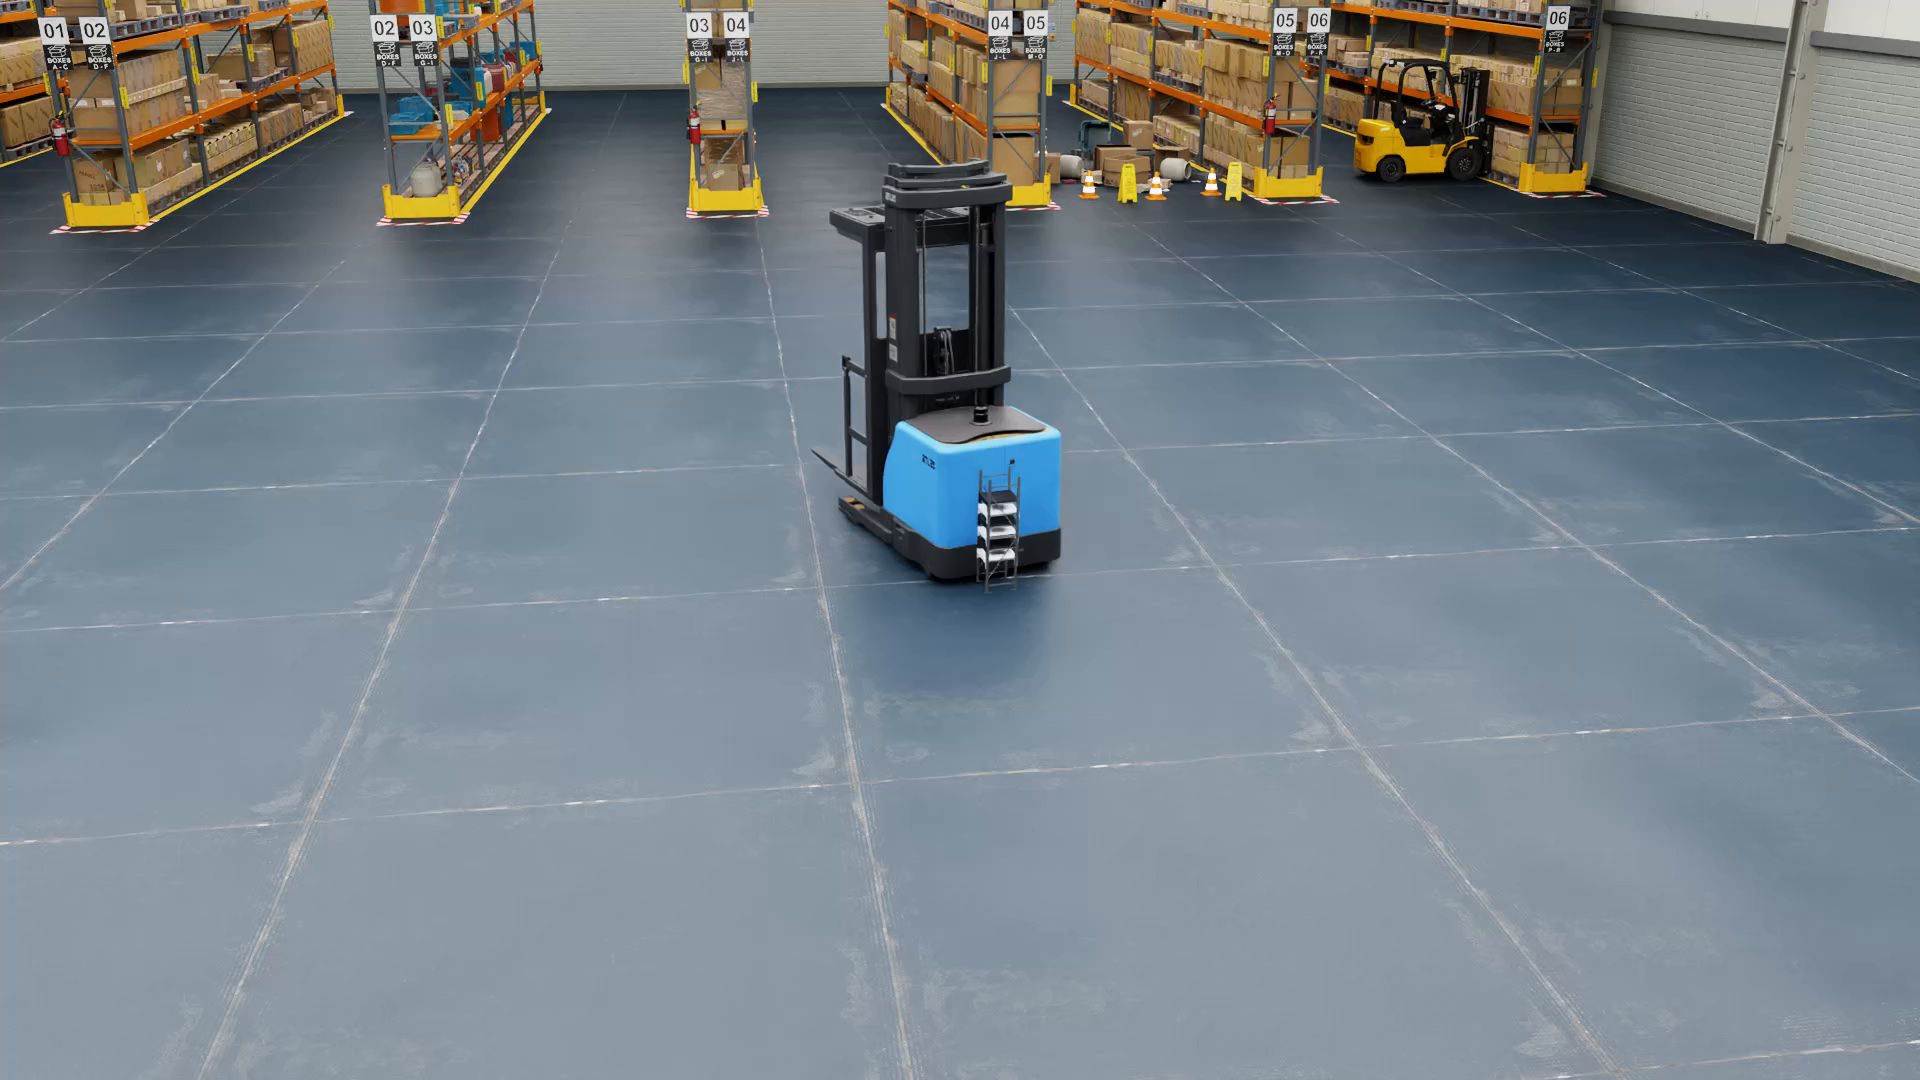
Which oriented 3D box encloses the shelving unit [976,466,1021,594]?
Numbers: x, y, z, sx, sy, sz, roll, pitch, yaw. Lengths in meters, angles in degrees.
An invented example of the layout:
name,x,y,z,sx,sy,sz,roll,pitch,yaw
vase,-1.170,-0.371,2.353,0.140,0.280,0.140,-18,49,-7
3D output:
name,x,y,z,sx,sy,sz,roll,pitch,yaw
shelving unit,0.276,-0.070,12.100,0.258,0.900,0.210,-7,25,-17

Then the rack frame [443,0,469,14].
name,x,y,z,sx,sy,sz,roll,pitch,yaw
rack frame,-9.440,-10.968,29.720,1.000,3.000,0.127,-3,21,-8

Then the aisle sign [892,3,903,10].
name,x,y,z,sx,sy,sz,roll,pitch,yaw
aisle sign,-1.653,-14.005,42.711,0.394,0.787,0.004,-3,21,-8

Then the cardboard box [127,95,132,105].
name,x,y,z,sx,sy,sz,roll,pitch,yaw
cardboard box,-13.650,-7.113,26.903,0.380,0.149,0.250,-3,21,-9

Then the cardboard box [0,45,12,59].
name,x,y,z,sx,sy,sz,roll,pitch,yaw
cardboard box,-19.709,-9.946,33.890,0.500,0.250,0.500,-3,21,-9

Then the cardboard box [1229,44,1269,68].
name,x,y,z,sx,sy,sz,roll,pitch,yaw
cardboard box,5.379,-8.869,30.679,0.700,0.500,0.500,-3,21,-8

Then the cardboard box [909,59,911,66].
name,x,y,z,sx,sy,sz,roll,pitch,yaw
cardboard box,-0.941,-10.772,37.530,0.380,0.149,0.250,-4,21,-10

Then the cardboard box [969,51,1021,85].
name,x,y,z,sx,sy,sz,roll,pitch,yaw
cardboard box,0.623,-8.507,29.949,0.875,0.550,0.500,-3,21,-8

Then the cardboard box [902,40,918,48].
name,x,y,z,sx,sy,sz,roll,pitch,yaw
cardboard box,-1.168,-11.590,38.870,0.380,0.149,0.250,-2,21,-5

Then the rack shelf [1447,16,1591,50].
name,x,y,z,sx,sy,sz,roll,pitch,yaw
rack shelf,10.467,-9.534,31.198,1.077,0.370,4.000,-3,21,-8

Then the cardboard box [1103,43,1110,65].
name,x,y,z,sx,sy,sz,roll,pitch,yaw
cardboard box,3.795,-11.871,40.571,0.500,0.500,0.500,-3,21,-7

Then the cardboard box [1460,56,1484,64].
name,x,y,z,sx,sy,sz,roll,pitch,yaw
cardboard box,10.076,-9.438,32.704,0.380,0.149,0.250,-3,21,-7

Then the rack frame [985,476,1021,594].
name,x,y,z,sx,sy,sz,roll,pitch,yaw
rack frame,0.308,-0.030,12.012,0.240,0.900,0.006,-7,25,-17

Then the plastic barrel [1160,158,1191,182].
name,x,y,z,sx,sy,sz,roll,pitch,yaw
plastic barrel,4.048,-6.954,31.230,0.512,0.421,0.421,12,24,30

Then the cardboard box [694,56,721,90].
name,x,y,z,sx,sy,sz,roll,pitch,yaw
cardboard box,-4.286,-7.855,27.963,0.500,0.500,0.500,-3,21,-8

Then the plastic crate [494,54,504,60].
name,x,y,z,sx,sy,sz,roll,pitch,yaw
plastic crate,-11.227,-11.600,40.141,0.416,0.233,0.300,-3,21,-8

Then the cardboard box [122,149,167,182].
name,x,y,z,sx,sy,sz,roll,pitch,yaw
cardboard box,-13.781,-6.326,28.125,0.500,0.500,0.500,-3,21,-8

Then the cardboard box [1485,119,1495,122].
name,x,y,z,sx,sy,sz,roll,pitch,yaw
cardboard box,10.085,-8.003,32.257,0.500,0.250,0.500,-2,21,-6

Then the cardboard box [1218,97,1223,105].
name,x,y,z,sx,sy,sz,roll,pitch,yaw
cardboard box,5.153,-8.401,31.782,0.380,0.149,0.250,-2,21,-6

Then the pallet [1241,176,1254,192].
name,x,y,z,sx,sy,sz,roll,pitch,yaw
pallet,5.751,-6.525,30.385,1.003,0.211,1.213,-3,21,-8

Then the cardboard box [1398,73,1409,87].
name,x,y,z,sx,sy,sz,roll,pitch,yaw
cardboard box,9.646,-9.775,35.316,0.500,0.250,0.500,-2,21,-6

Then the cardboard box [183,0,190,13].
name,x,y,z,sx,sy,sz,roll,pitch,yaw
cardboard box,-14.503,-9.844,30.614,0.500,0.250,0.500,-5,21,-13

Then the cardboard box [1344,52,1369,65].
name,x,y,z,sx,sy,sz,roll,pitch,yaw
cardboard box,9.130,-11.019,38.046,0.500,0.250,0.500,-4,21,-10

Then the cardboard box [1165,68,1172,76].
name,x,y,z,sx,sy,sz,roll,pitch,yaw
cardboard box,4.575,-9.956,35.345,0.380,0.149,0.250,-3,21,-7

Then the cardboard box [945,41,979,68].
name,x,y,z,sx,sy,sz,roll,pitch,yaw
cardboard box,0.087,-9.837,33.695,0.700,0.500,0.500,-3,21,-8

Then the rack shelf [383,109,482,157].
name,x,y,z,sx,sy,sz,roll,pitch,yaw
rack shelf,-9.152,-7.128,29.042,1.077,0.370,4.000,-3,21,-8

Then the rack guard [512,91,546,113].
name,x,y,z,sx,sy,sz,roll,pitch,yaw
rack guard,-11.186,-11.149,42.352,1.175,0.500,0.348,-3,21,-8

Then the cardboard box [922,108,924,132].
name,x,y,z,sx,sy,sz,roll,pitch,yaw
cardboard box,-0.546,-9.248,36.661,0.500,0.500,0.500,-3,21,-8

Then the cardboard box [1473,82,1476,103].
name,x,y,z,sx,sy,sz,roll,pitch,yaw
cardboard box,10.150,-8.684,32.037,0.500,0.500,0.500,-3,21,-8

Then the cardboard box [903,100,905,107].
name,x,y,z,sx,sy,sz,roll,pitch,yaw
cardboard box,-1.180,-10.579,40.302,0.380,0.149,0.250,-4,21,-10

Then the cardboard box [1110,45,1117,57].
name,x,y,z,sx,sy,sz,roll,pitch,yaw
cardboard box,3.899,-11.674,39.686,0.500,0.250,0.500,-4,21,-9

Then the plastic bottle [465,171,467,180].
name,x,y,z,sx,sy,sz,roll,pitch,yaw
plastic bottle,-8.924,-6.570,29.890,0.097,0.201,0.097,0,20,0

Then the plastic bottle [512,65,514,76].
name,x,y,z,sx,sy,sz,roll,pitch,yaw
plastic bottle,-10.164,-10.622,37.547,0.152,0.276,0.135,-3,21,-8

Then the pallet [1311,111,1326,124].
name,x,y,z,sx,sy,sz,roll,pitch,yaw
pallet,9.181,-10.342,40.606,1.003,0.211,1.213,-3,21,-8

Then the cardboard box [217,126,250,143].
name,x,y,z,sx,sy,sz,roll,pitch,yaw
cardboard box,-14.518,-8.117,33.189,0.500,0.311,0.500,-3,21,-9

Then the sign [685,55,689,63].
name,x,y,z,sx,sy,sz,roll,pitch,yaw
sign,-5.087,-8.920,31.158,0.100,0.325,0.005,-3,21,-8

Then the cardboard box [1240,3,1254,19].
name,x,y,z,sx,sy,sz,roll,pitch,yaw
cardboard box,5.353,-9.514,29.903,0.500,0.250,0.500,-2,21,-6

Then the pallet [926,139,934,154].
name,x,y,z,sx,sy,sz,roll,pitch,yaw
pallet,-0.154,-8.424,35.470,1.003,0.211,1.213,-3,21,-8

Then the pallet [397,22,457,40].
name,x,y,z,sx,sy,sz,roll,pitch,yaw
pallet,-8.886,-8.381,27.350,1.003,0.211,1.213,-3,21,-8

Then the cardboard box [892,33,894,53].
name,x,y,z,sx,sy,sz,roll,pitch,yaw
cardboard box,-1.452,-12.610,42.123,0.500,0.500,0.500,-3,21,-8

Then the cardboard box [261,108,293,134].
name,x,y,z,sx,sy,sz,roll,pitch,yaw
cardboard box,-15.006,-9.212,36.538,0.500,0.500,0.500,-3,21,-7

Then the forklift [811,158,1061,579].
name,x,y,z,sx,sy,sz,roll,pitch,yaw
forklift,-0.346,-1.561,13.207,1.130,2.935,3.031,-10,23,-25

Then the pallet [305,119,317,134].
name,x,y,z,sx,sy,sz,roll,pitch,yaw
pallet,-15.593,-9.610,38.645,1.003,0.211,1.213,-3,21,-8

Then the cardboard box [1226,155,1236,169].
name,x,y,z,sx,sy,sz,roll,pitch,yaw
cardboard box,5.314,-7.058,31.155,0.500,0.250,0.500,-4,21,-10

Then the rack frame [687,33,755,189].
name,x,y,z,sx,sy,sz,roll,pitch,yaw
rack frame,-3.962,-7.022,27.731,1.000,3.000,0.127,-3,21,-8

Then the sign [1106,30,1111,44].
name,x,y,z,sx,sy,sz,roll,pitch,yaw
sign,3.566,-12.091,39.951,0.100,0.325,0.005,-3,21,-8

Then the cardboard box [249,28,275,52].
name,x,y,z,sx,sy,sz,roll,pitch,yaw
cardboard box,-15.824,-11.356,37.762,0.500,0.500,0.500,-3,21,-7

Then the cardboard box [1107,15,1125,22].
name,x,y,z,sx,sy,sz,roll,pitch,yaw
cardboard box,3.755,-12.587,40.129,0.380,0.149,0.250,-3,21,-9

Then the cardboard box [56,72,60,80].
name,x,y,z,sx,sy,sz,roll,pitch,yaw
cardboard box,-20.068,-10.216,36.613,0.380,0.149,0.250,-3,21,-7

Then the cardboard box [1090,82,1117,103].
name,x,y,z,sx,sy,sz,roll,pitch,yaw
cardboard box,3.872,-11.518,42.830,0.875,0.438,0.875,-2,21,-6

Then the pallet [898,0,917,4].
name,x,y,z,sx,sy,sz,roll,pitch,yaw
pallet,-0.786,-12.490,38.352,1.213,0.211,1.003,-3,21,-8

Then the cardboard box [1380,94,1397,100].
name,x,y,z,sx,sy,sz,roll,pitch,yaw
cardboard box,9.824,-10.163,38.184,0.380,0.149,0.250,-2,21,-6

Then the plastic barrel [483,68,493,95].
name,x,y,z,sx,sy,sz,roll,pitch,yaw
plastic barrel,-9.657,-9.249,33.533,0.421,0.512,0.421,0,20,0
